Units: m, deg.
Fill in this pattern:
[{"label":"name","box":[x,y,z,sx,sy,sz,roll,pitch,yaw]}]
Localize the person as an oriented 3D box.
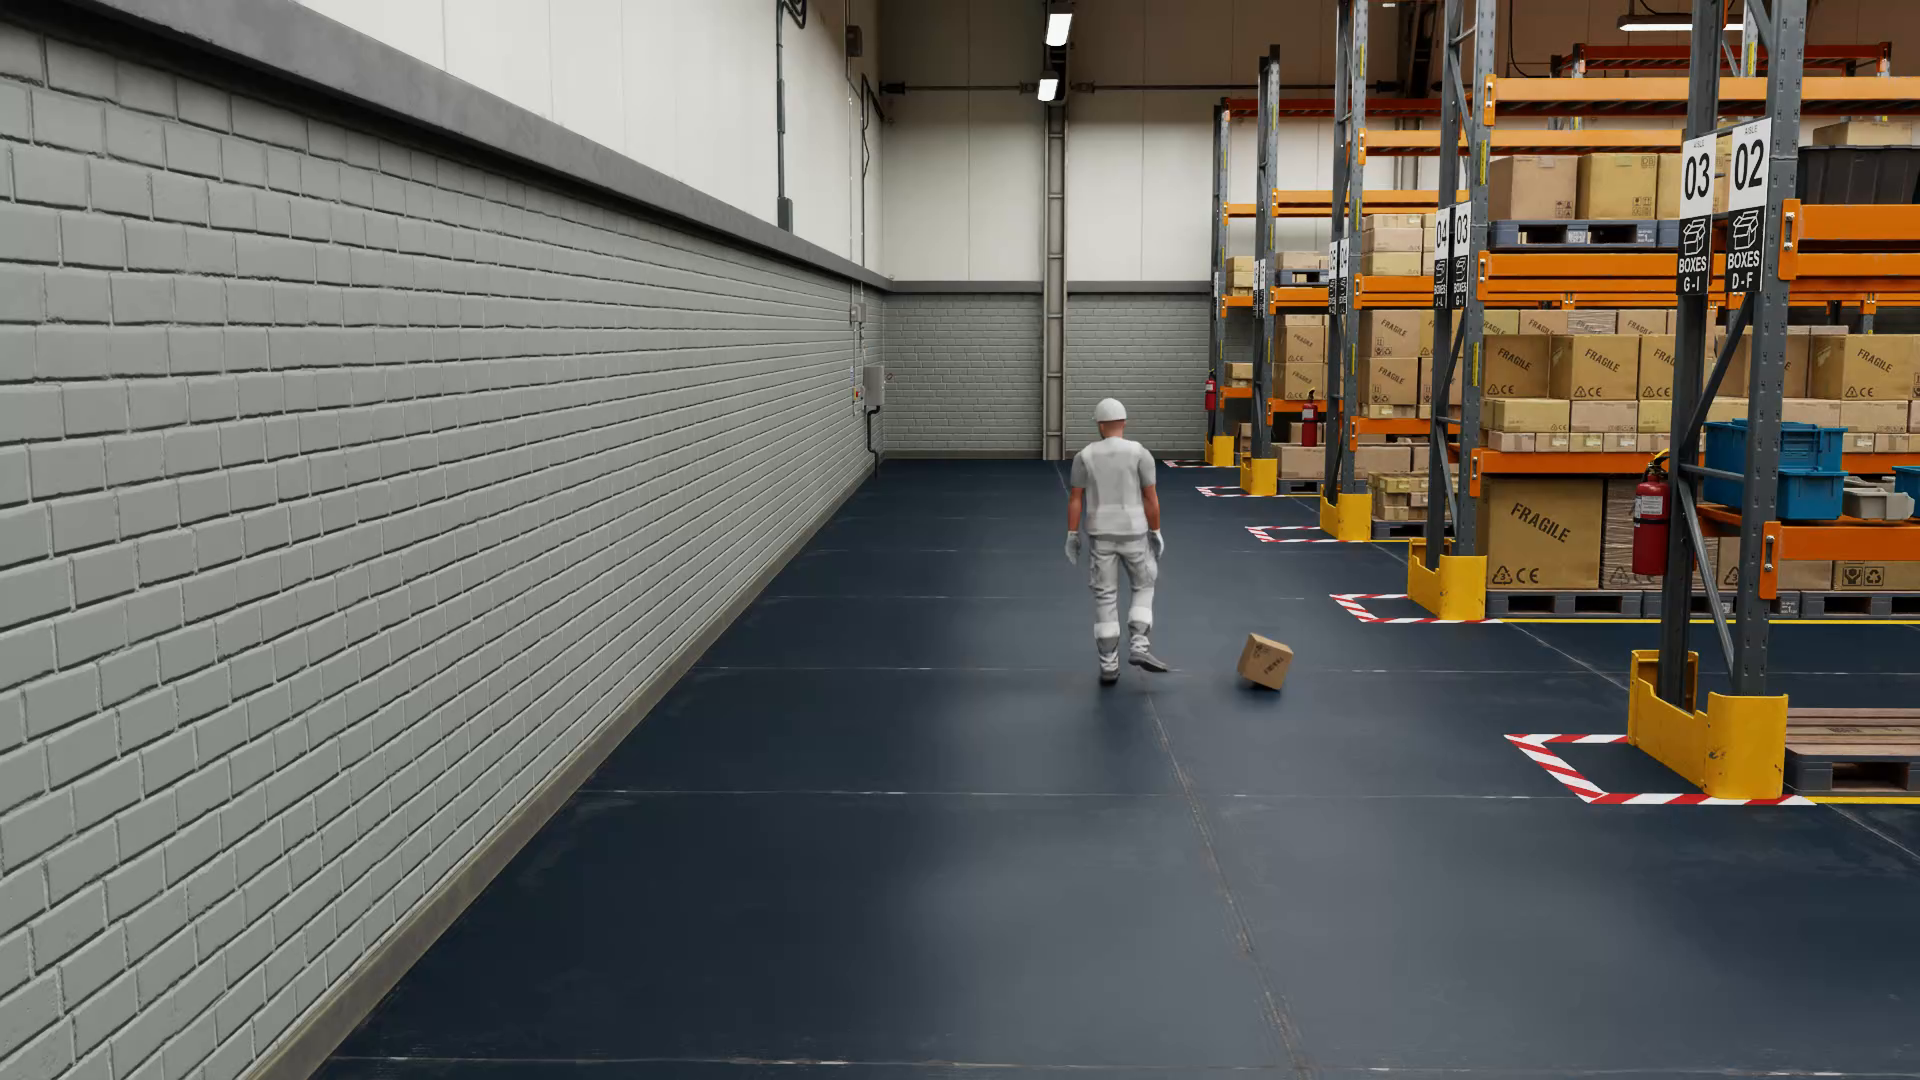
[{"label":"person","box":[1.005,-0.014,10.623,0.651,1.772,0.451,1,7,10]}]
